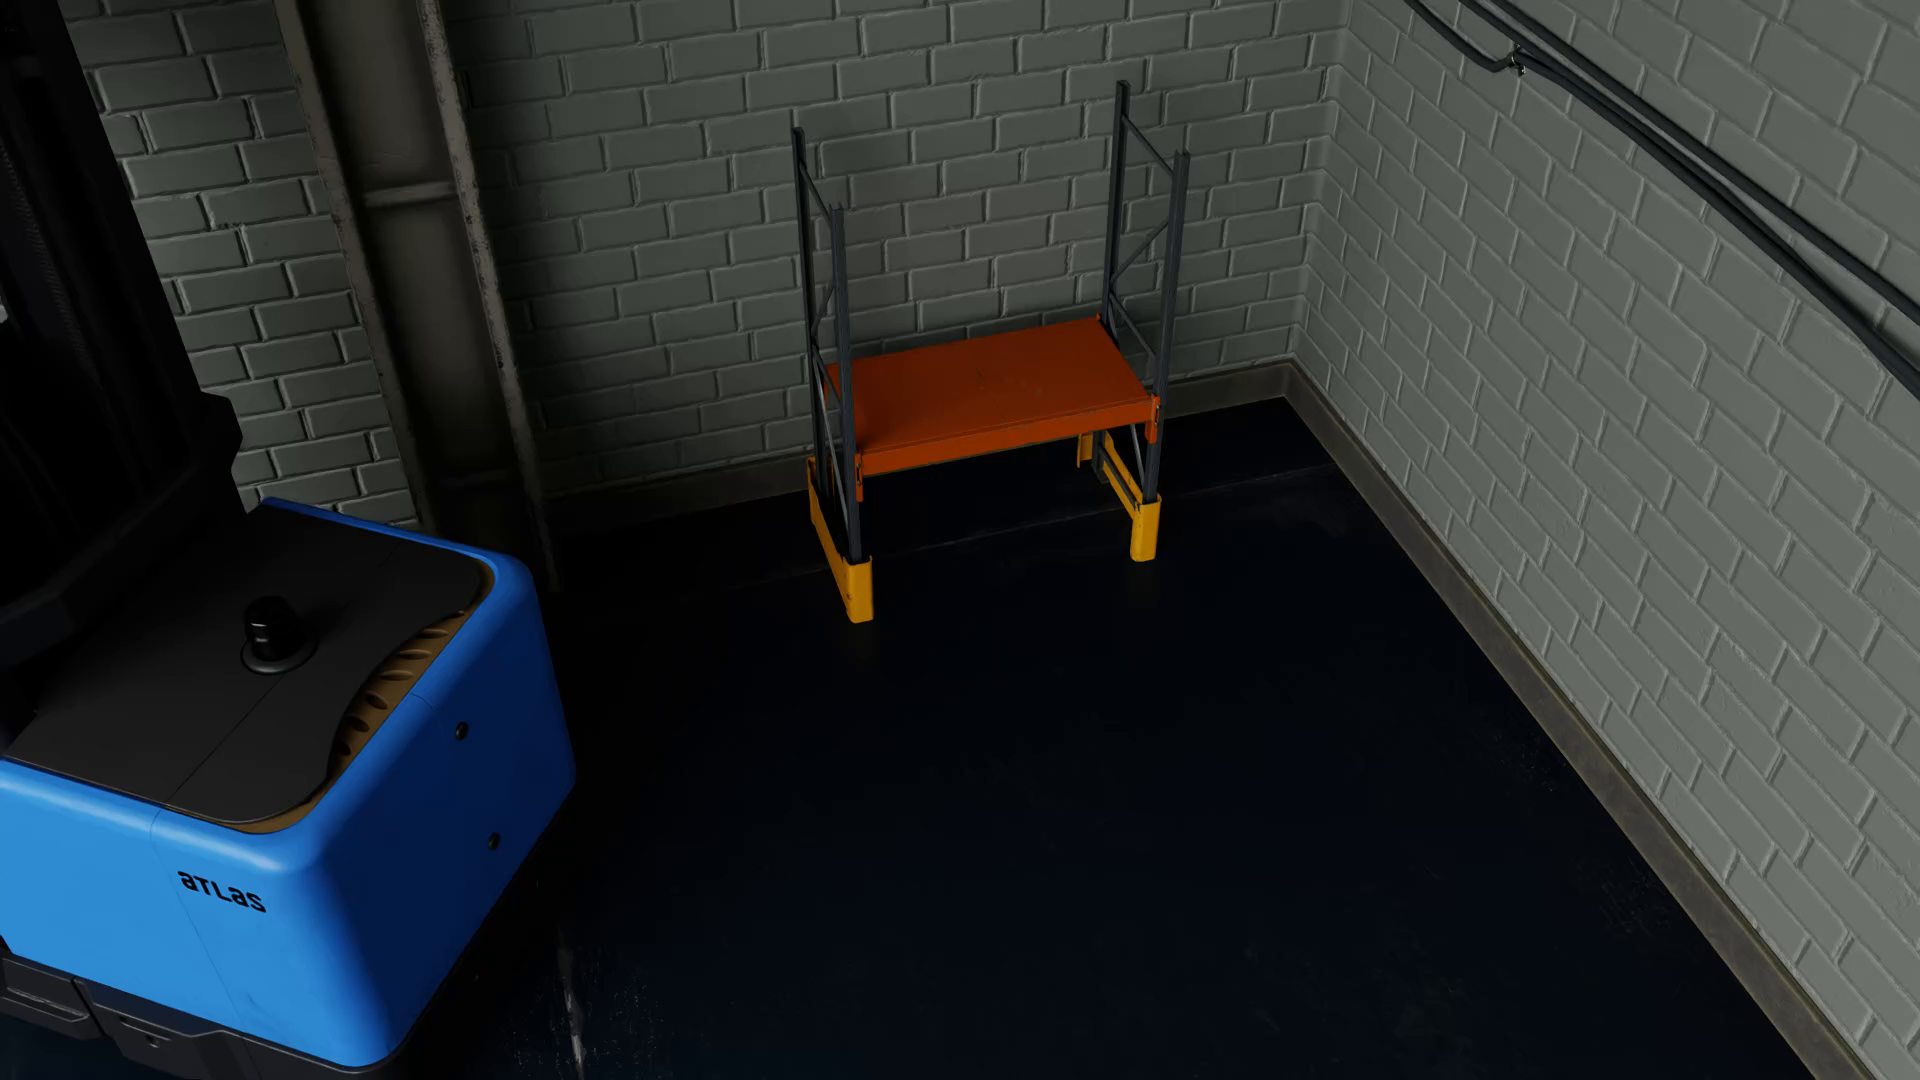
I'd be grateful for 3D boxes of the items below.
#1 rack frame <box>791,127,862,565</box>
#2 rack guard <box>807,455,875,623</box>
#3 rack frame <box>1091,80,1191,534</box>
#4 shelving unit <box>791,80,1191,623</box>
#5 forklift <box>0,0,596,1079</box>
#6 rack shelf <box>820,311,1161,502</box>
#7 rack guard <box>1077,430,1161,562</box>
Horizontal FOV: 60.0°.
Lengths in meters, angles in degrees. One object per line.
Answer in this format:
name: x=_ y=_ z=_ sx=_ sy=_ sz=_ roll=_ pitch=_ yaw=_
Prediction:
rack frame: x=-0.404 y=-0.481 z=5.161 sx=0.032 sy=1.500 sz=0.500 roll=-12 pitch=42 yaw=-13
rack guard: x=-0.402 y=-0.011 z=5.572 sx=0.087 sy=0.250 sz=0.587 roll=-12 pitch=42 yaw=-13
rack frame: x=0.566 y=-0.682 z=5.391 sx=0.032 sy=1.500 sz=0.500 roll=-12 pitch=42 yaw=-13
shelving unit: x=0.073 y=-0.580 z=5.274 sx=1.083 sy=1.500 sz=0.587 roll=-12 pitch=42 yaw=-13
forklift: x=-2.603 y=-0.263 z=3.823 sx=3.031 sy=2.935 sz=1.130 roll=13 pitch=43 yaw=14
rack shelf: x=0.081 y=-0.446 z=5.394 sx=1.000 sy=0.185 sz=0.538 roll=-12 pitch=42 yaw=-13
rack guard: x=0.548 y=-0.208 z=5.798 sx=0.087 sy=0.250 sz=0.587 roll=-12 pitch=42 yaw=-13
